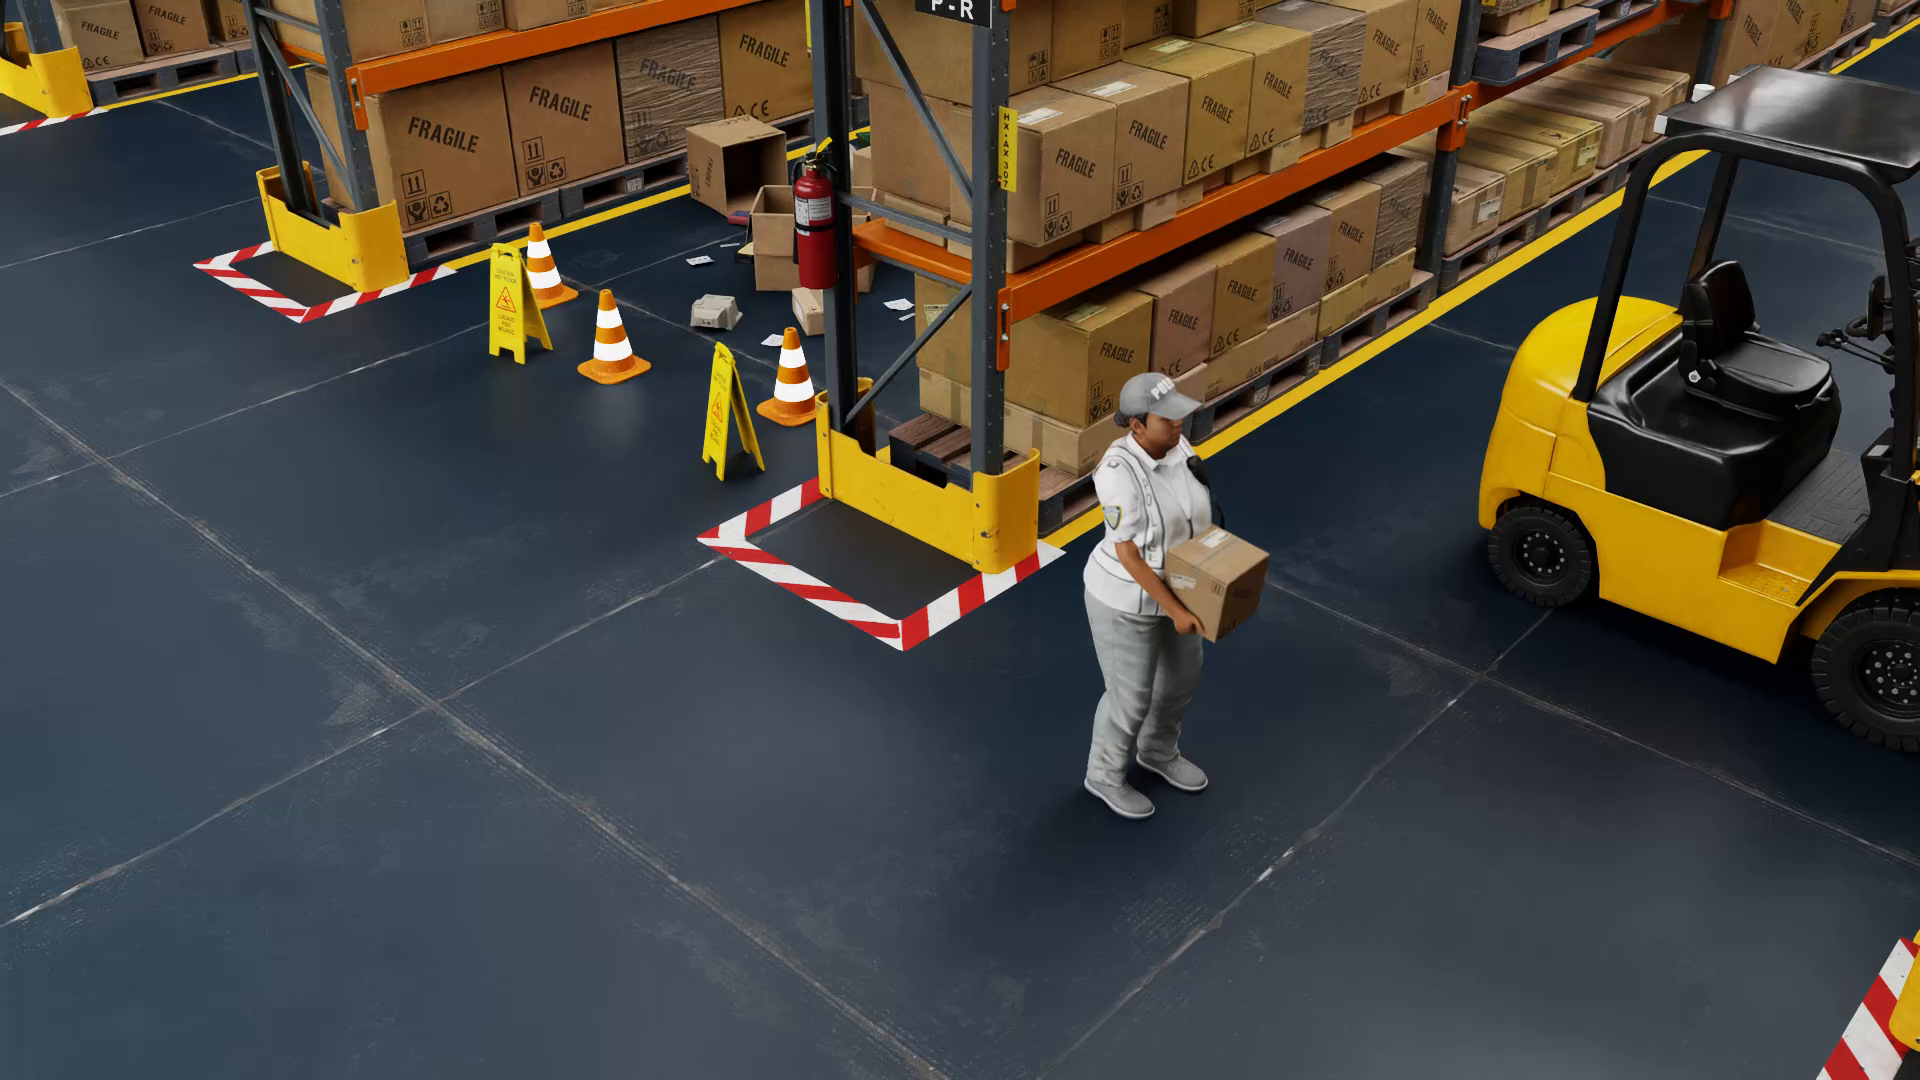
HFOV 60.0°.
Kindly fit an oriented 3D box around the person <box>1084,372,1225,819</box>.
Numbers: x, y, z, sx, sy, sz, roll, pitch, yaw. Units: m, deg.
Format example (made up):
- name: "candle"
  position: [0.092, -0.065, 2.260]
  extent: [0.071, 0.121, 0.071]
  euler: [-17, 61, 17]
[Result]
- name: "person"
  position: [0.711, 0.213, 5.793]
  extent: [0.534, 1.653, 0.453]
  euler: [25, 40, 35]
